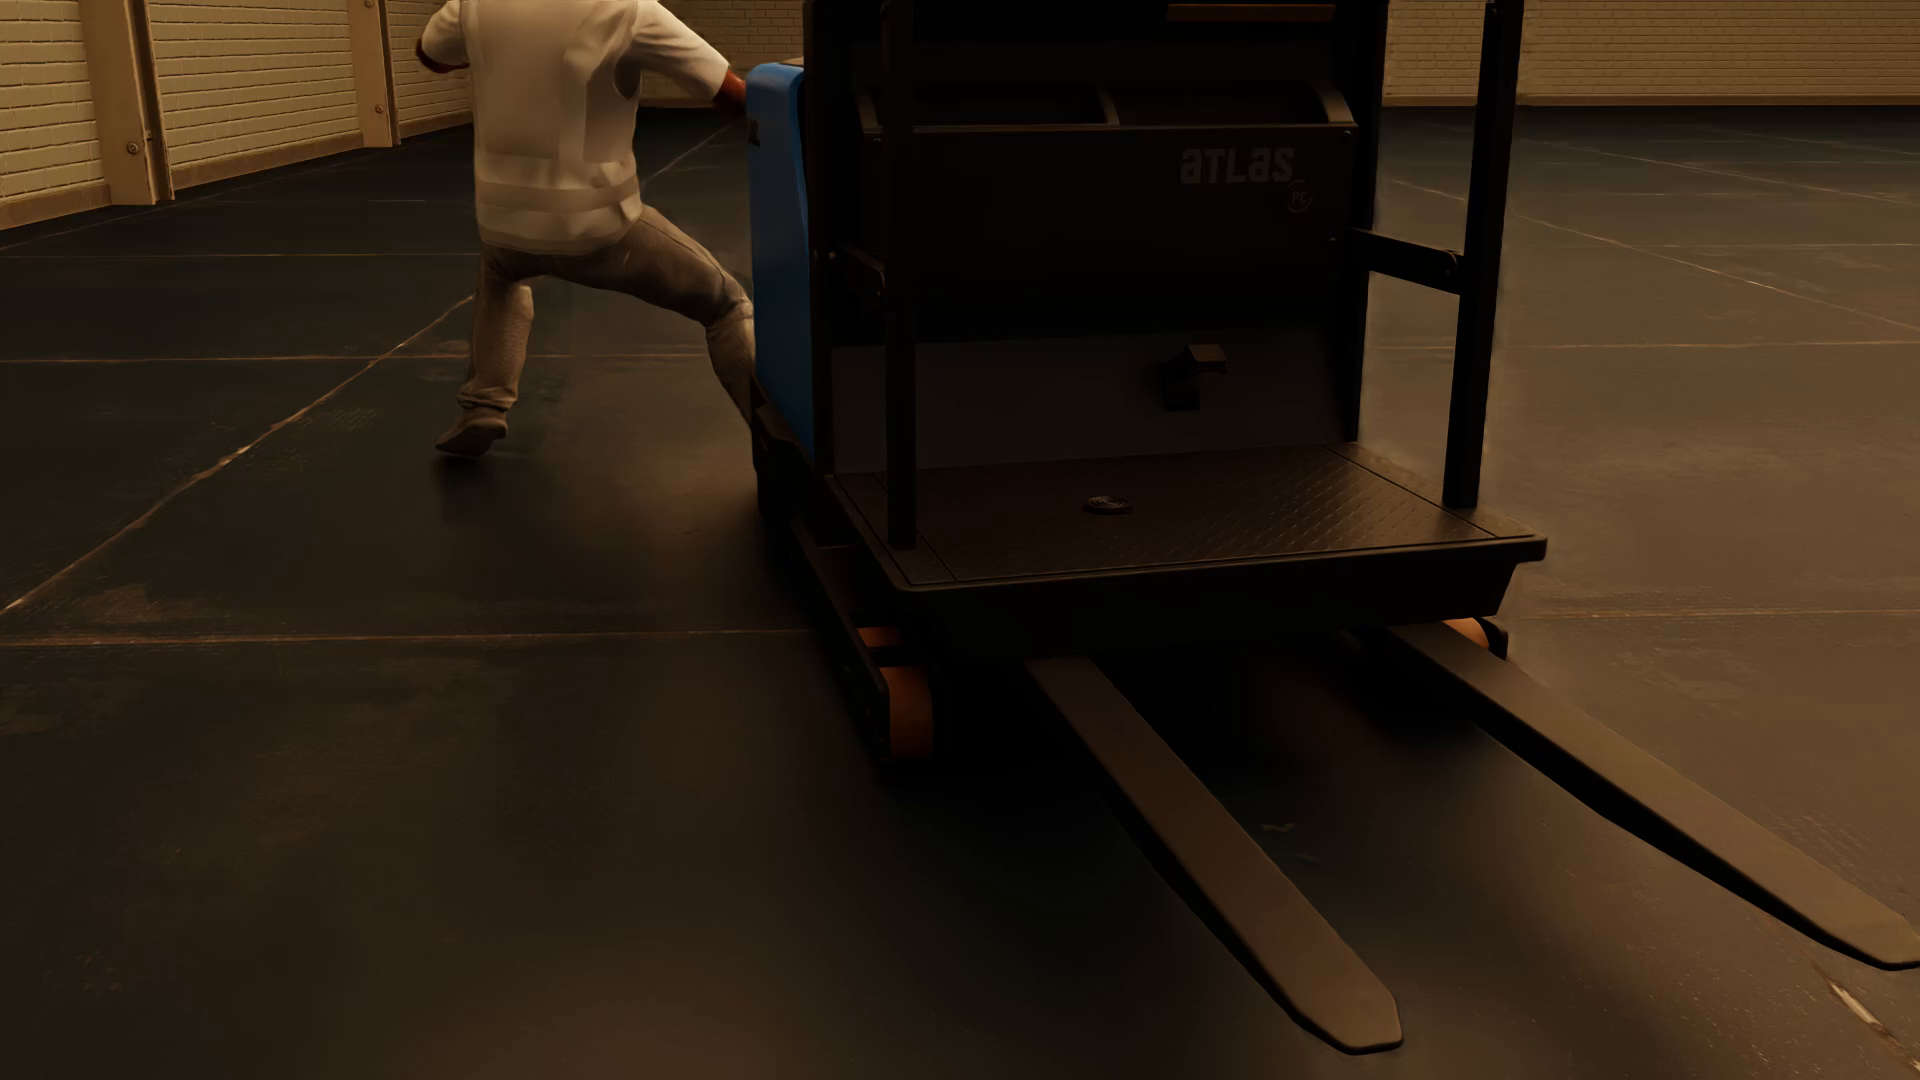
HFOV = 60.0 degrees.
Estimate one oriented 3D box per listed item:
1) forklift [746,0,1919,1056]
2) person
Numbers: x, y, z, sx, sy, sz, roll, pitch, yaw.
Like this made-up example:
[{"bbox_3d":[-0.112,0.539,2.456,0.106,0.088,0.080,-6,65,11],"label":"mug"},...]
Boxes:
[{"bbox_3d":[0.321,-1.158,2.692,1.130,2.935,3.031,-4,18,-14],"label":"forklift"},{"bbox_3d":[-0.922,-0.923,4.328,1.092,1.528,0.734,7,18,21],"label":"person"}]
